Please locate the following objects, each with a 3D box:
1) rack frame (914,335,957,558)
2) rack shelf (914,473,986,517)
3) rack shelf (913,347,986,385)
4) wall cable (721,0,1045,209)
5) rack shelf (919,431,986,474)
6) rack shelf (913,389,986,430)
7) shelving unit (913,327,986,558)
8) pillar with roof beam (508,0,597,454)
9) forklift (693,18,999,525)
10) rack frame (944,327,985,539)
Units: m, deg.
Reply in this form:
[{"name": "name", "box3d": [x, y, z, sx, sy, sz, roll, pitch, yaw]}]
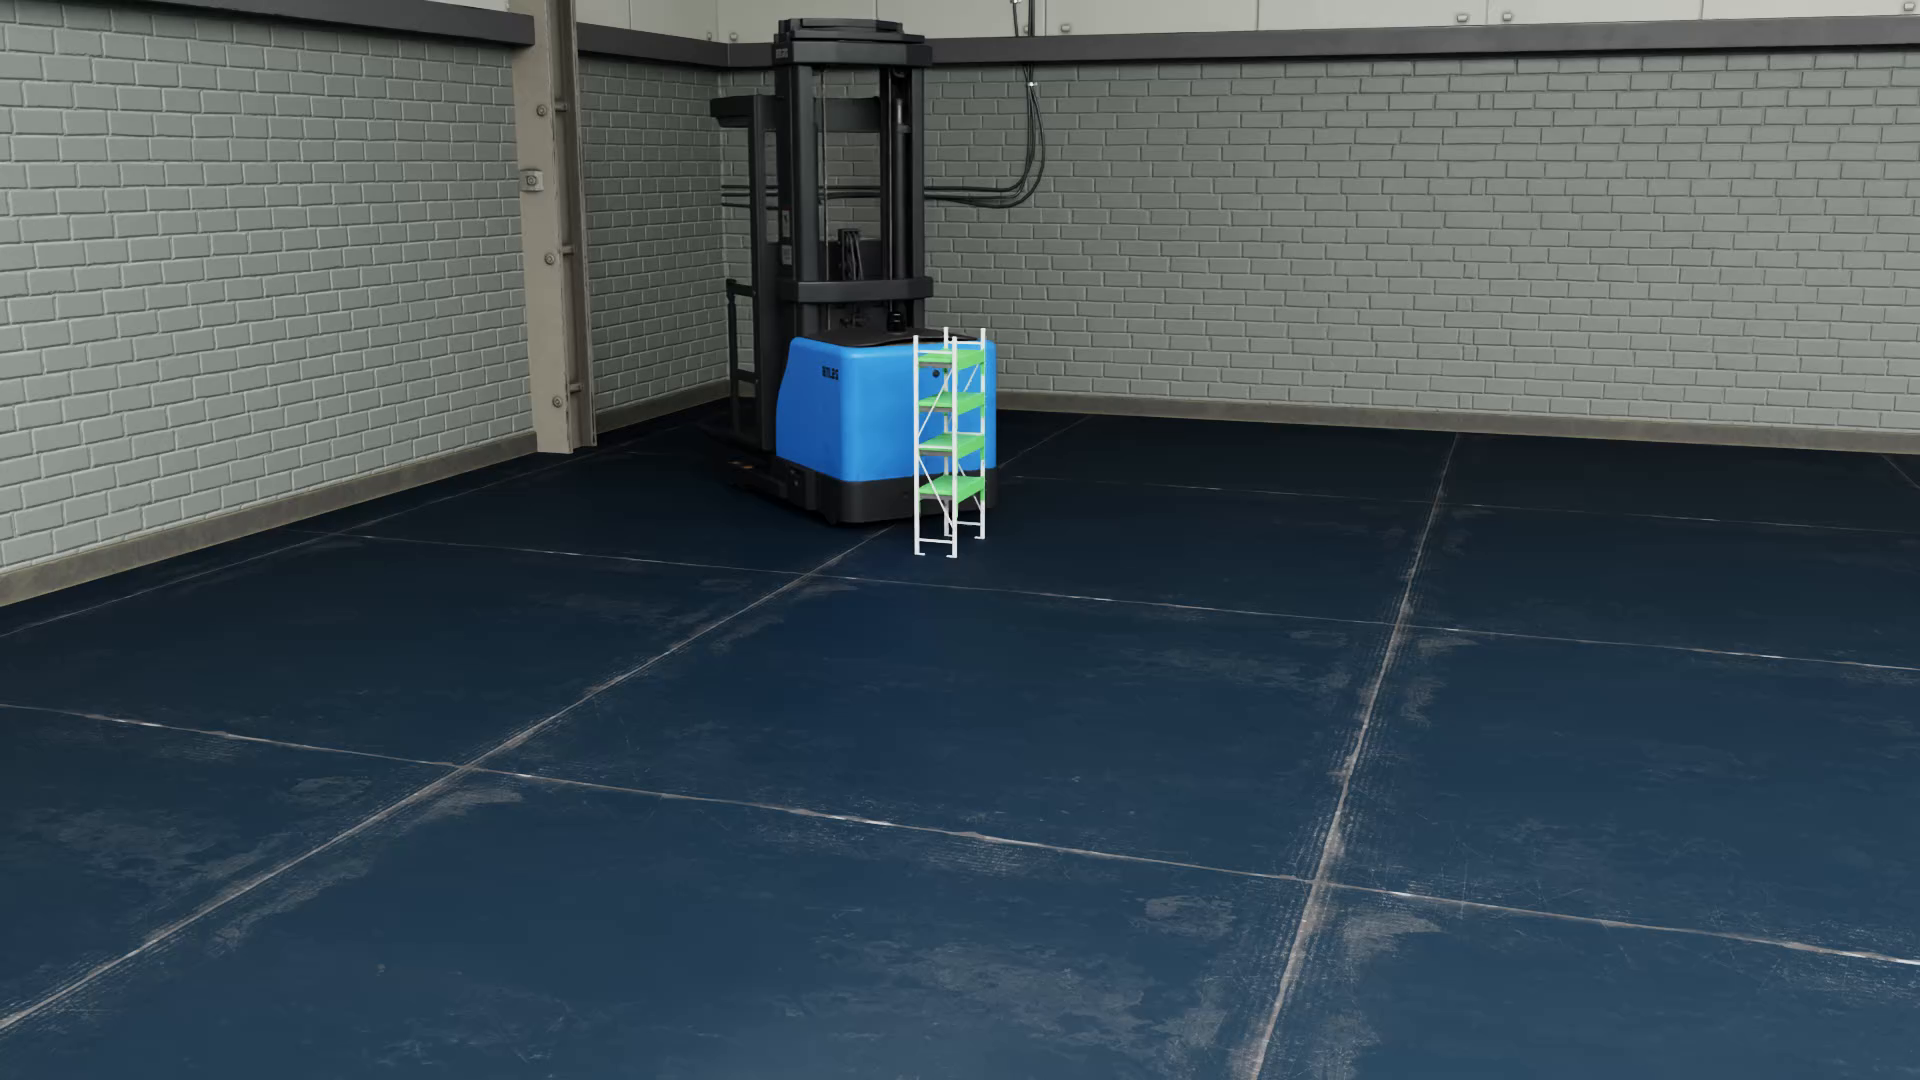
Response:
[{"name": "rack frame", "box3d": [-0.132, -0.499, 8.977, 0.240, 1.200, 0.015, 4, 14, 18]}, {"name": "rack shelf", "box3d": [-0.054, -0.254, 9.269, 0.258, 0.148, 0.480, 4, 14, 18]}, {"name": "rack shelf", "box3d": [-0.054, -0.956, 9.109, 0.258, 0.148, 0.480, 4, 14, 18]}, {"name": "wall cable", "box3d": [-0.762, -4.089, 14.160, 3.097, 2.526, 0.112, 4, 14, 18]}, {"name": "rack shelf", "box3d": [-0.054, -0.488, 9.216, 0.258, 0.148, 0.480, 4, 14, 18]}, {"name": "rack shelf", "box3d": [-0.054, -0.722, 9.162, 0.258, 0.148, 0.480, 4, 14, 18]}, {"name": "shelving unit", "box3d": [-0.054, -0.550, 9.202, 0.258, 1.200, 0.503, 4, 14, 18]}, {"name": "pillar with roof beam", "box3d": [1.107, -4.768, 10.156, 9.100, 9.000, 0.400, 4, 14, 18]}, {"name": "forklift", "box3d": [-0.924, -1.798, 10.777, 1.130, 2.935, 3.031, -7, 15, -28]}, {"name": "rack frame", "box3d": [0.025, -0.601, 9.427, 0.240, 1.200, 0.015, 4, 14, 18]}]
